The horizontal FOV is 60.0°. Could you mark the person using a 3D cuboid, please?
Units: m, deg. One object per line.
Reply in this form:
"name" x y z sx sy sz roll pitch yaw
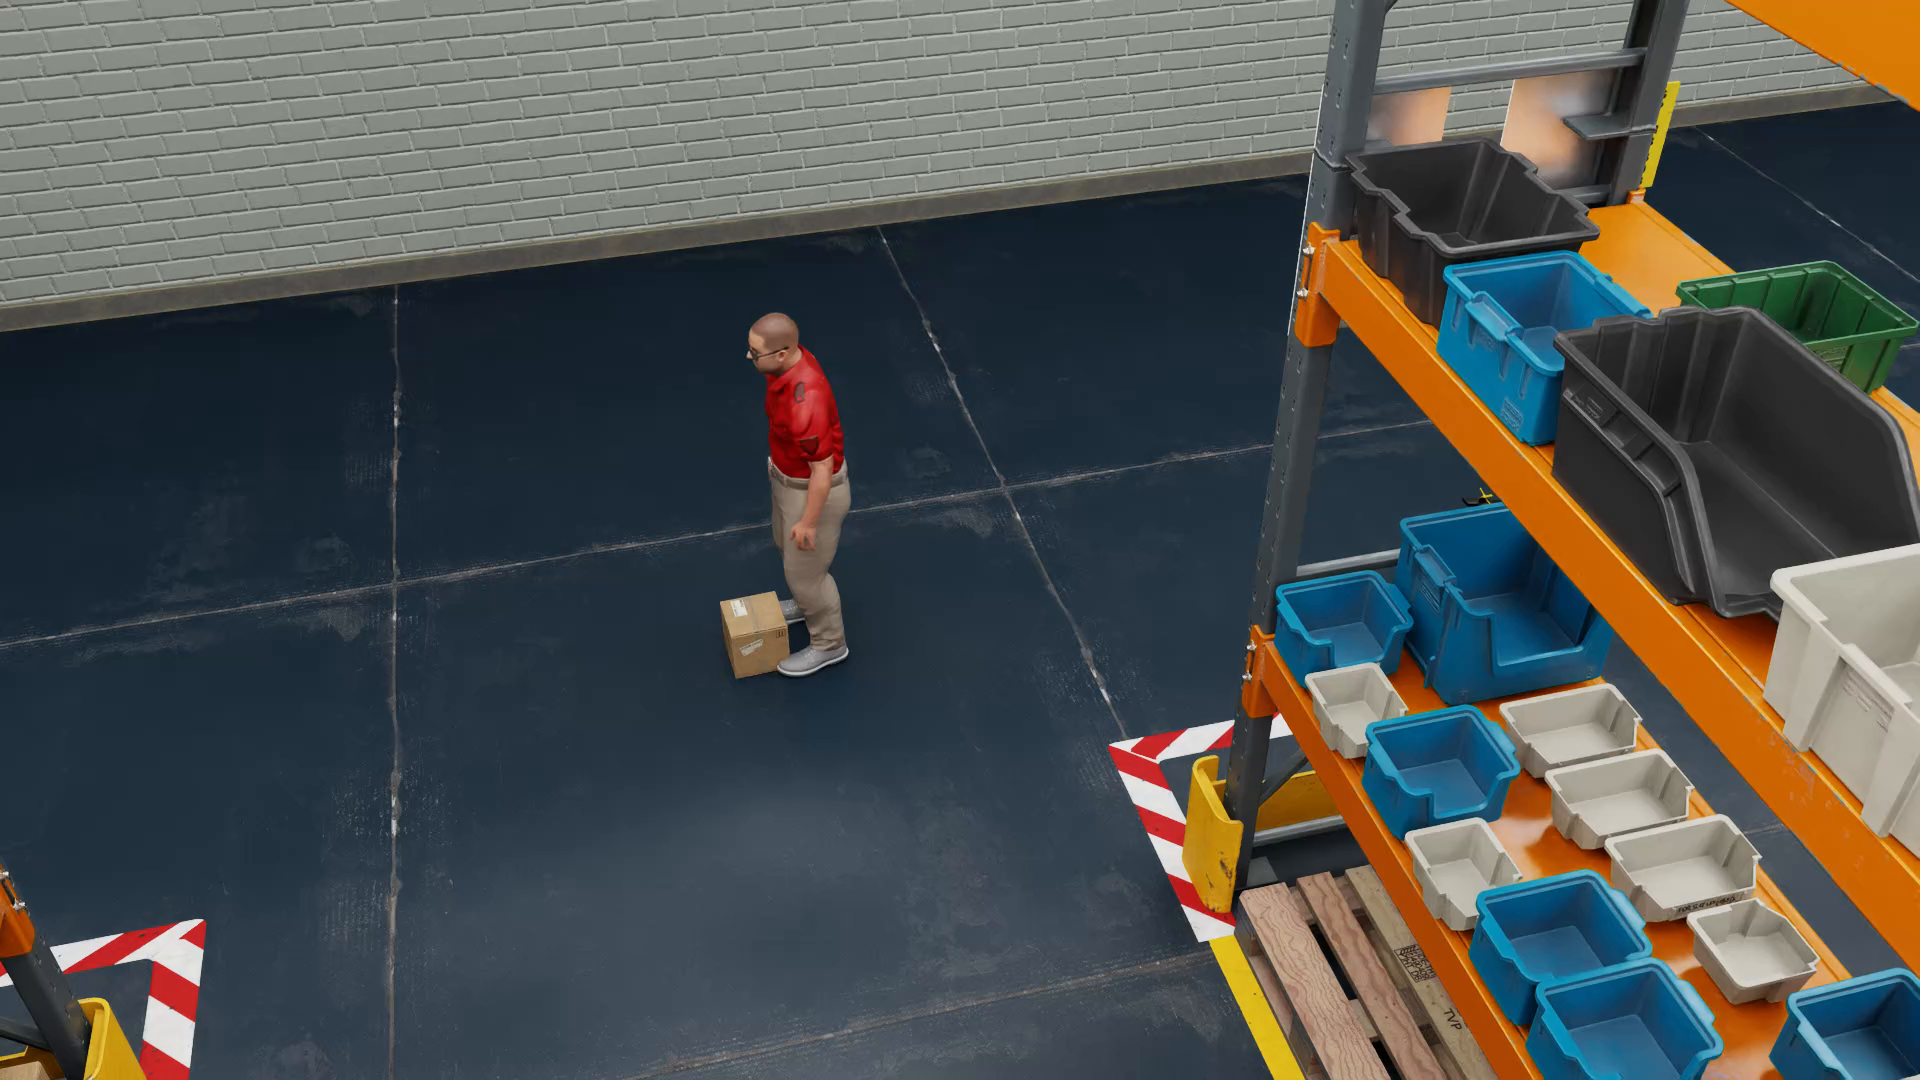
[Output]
"person" -0.669 -0.210 6.995 0.390 1.727 0.586 -10 39 -12
